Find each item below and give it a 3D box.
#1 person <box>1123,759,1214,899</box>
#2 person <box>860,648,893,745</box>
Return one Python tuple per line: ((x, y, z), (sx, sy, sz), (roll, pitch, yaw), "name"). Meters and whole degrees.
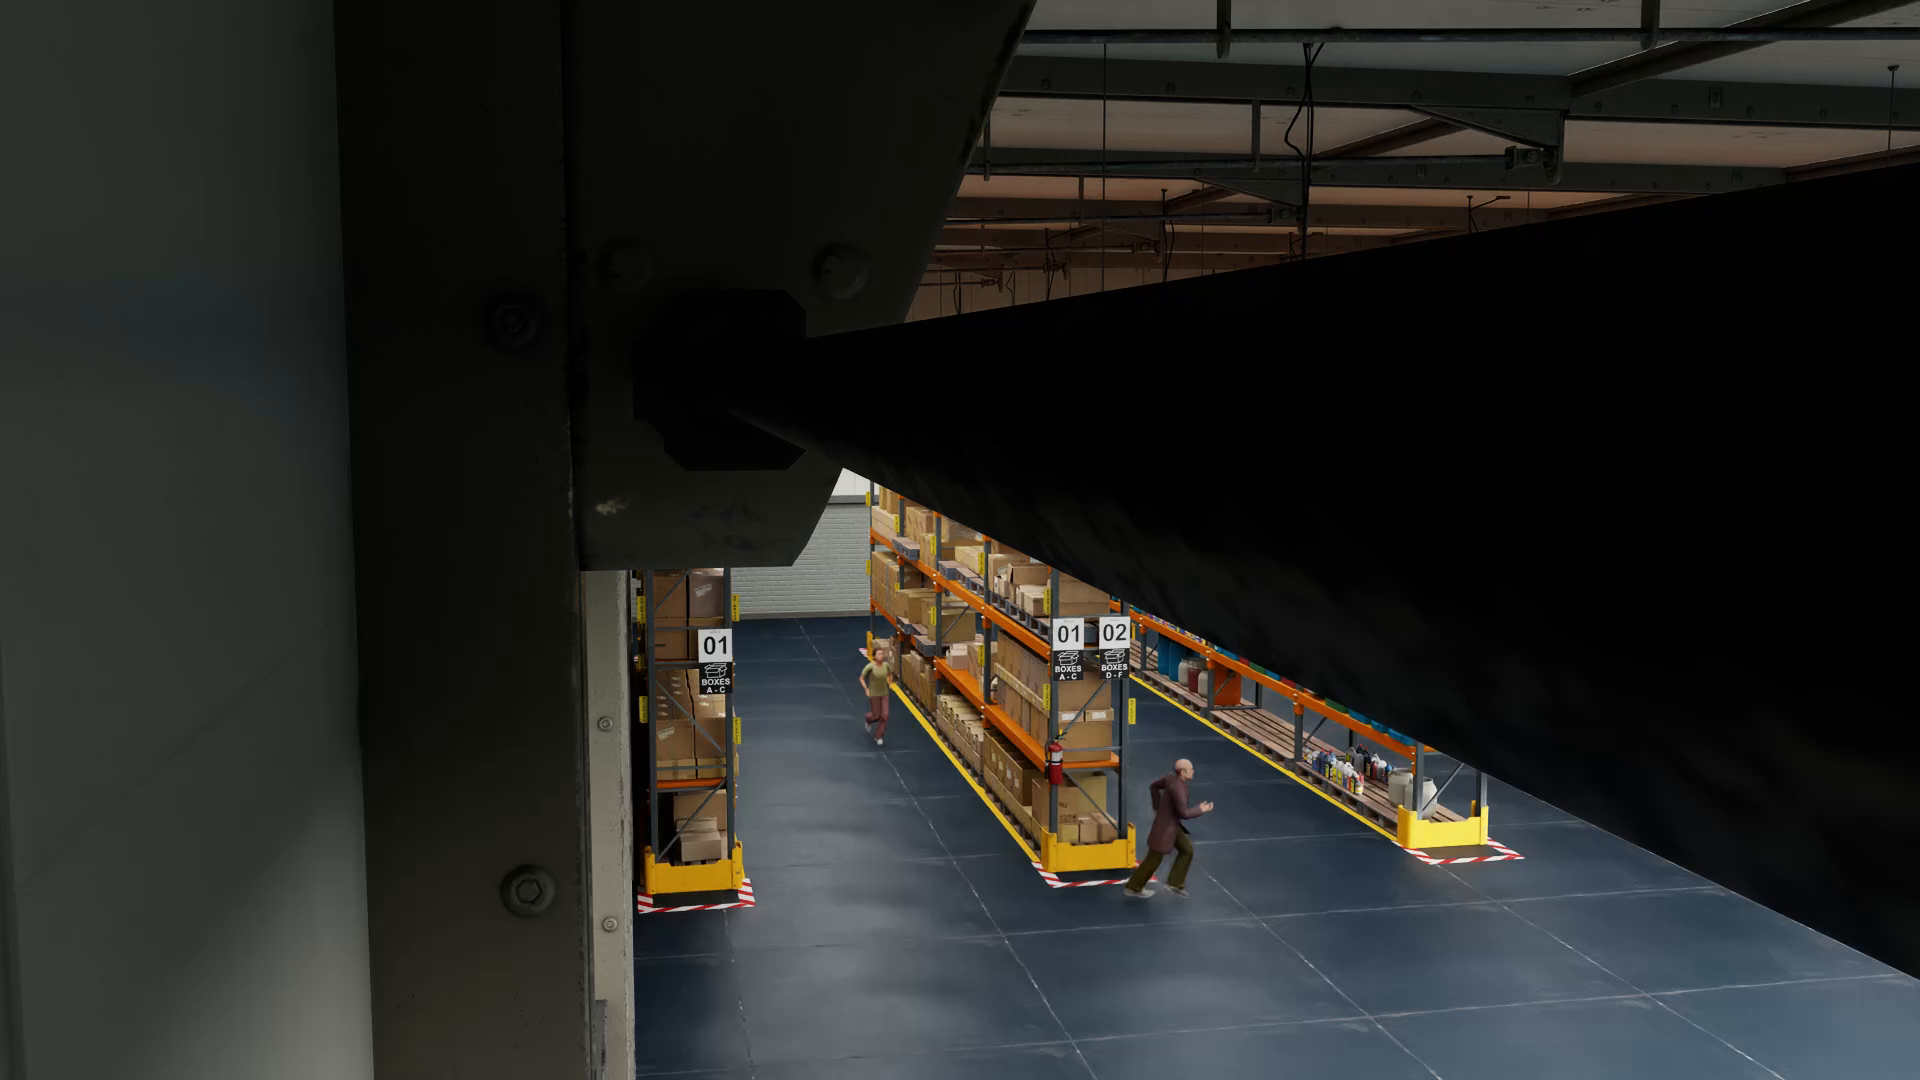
((2.461, 3.433, 19.634), (1.049, 1.745, 0.698), (1, 6, 8), "person")
((-1.402, 2.614, 28.110), (0.595, 1.612, 0.616), (-3, 7, -24), "person")
